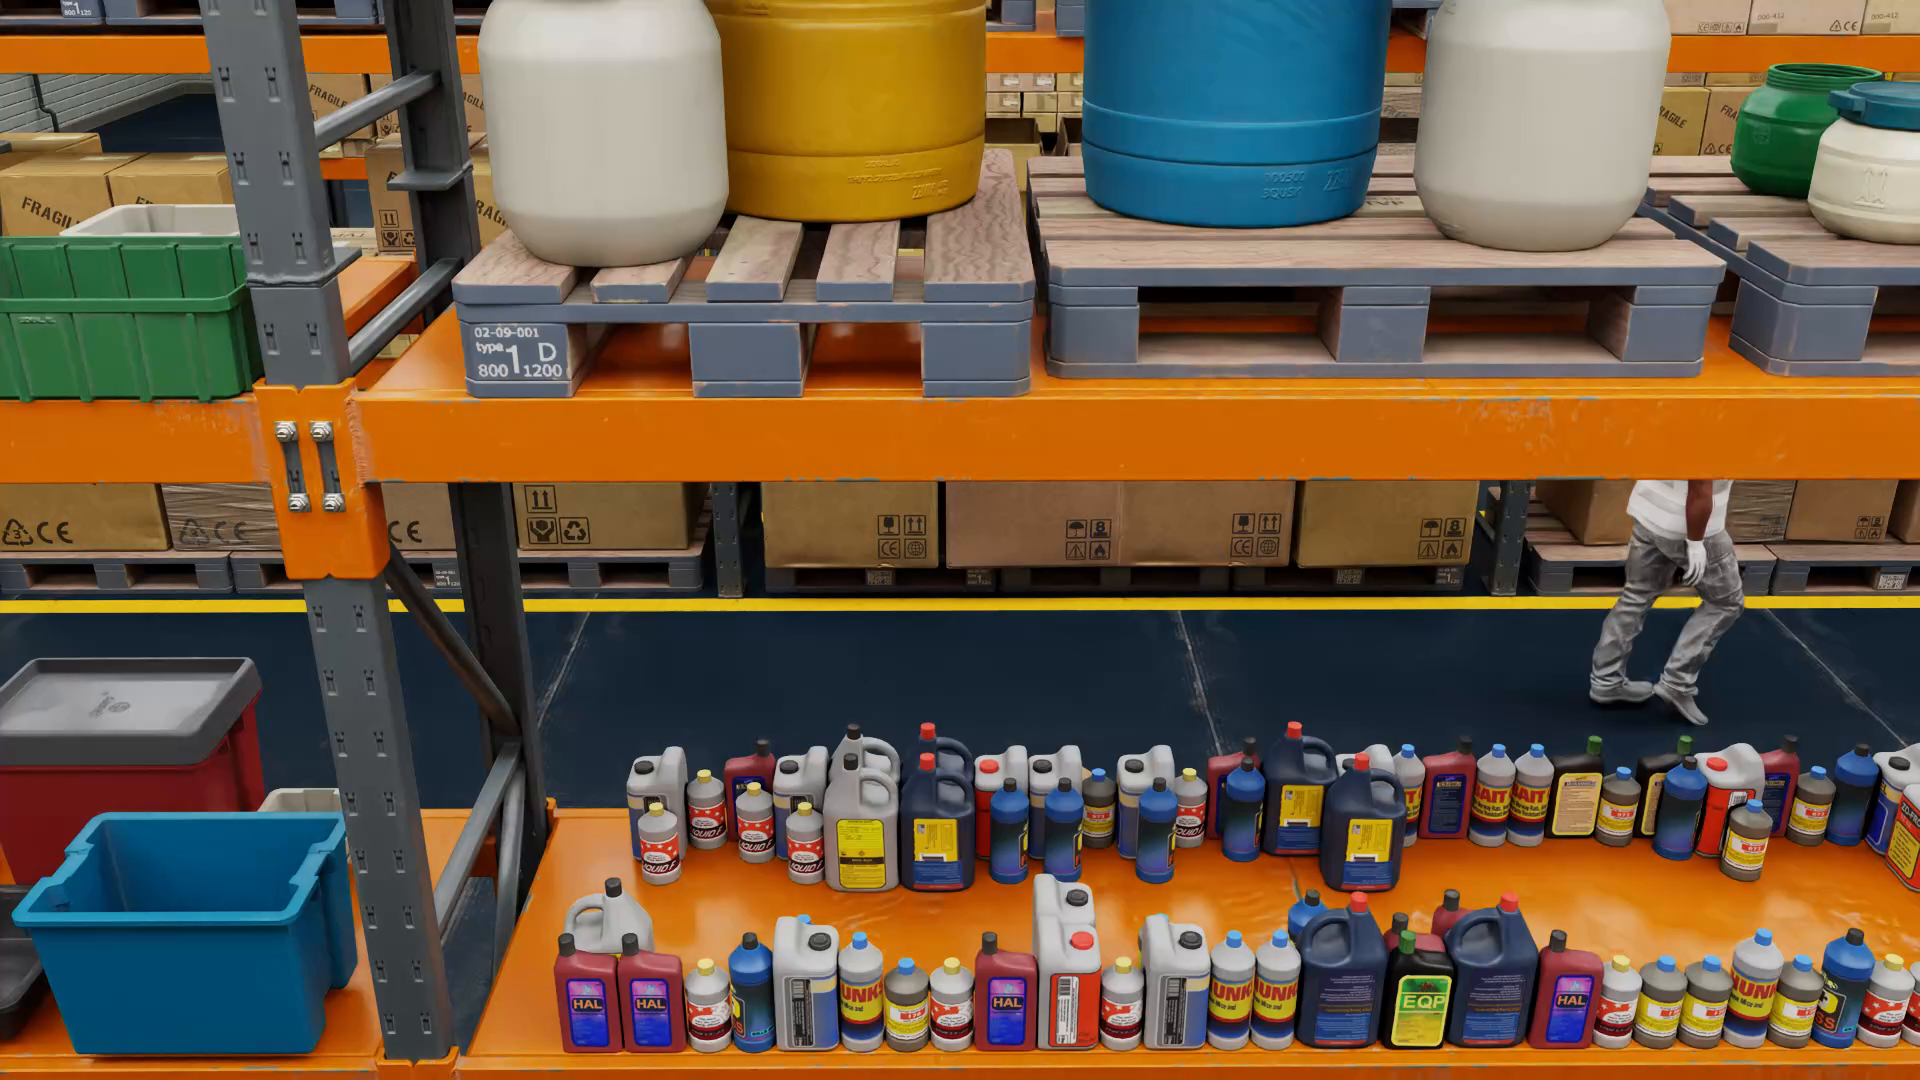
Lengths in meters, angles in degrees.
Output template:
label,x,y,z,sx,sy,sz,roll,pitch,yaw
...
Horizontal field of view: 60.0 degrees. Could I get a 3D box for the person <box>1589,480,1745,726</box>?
label,x,y,z,sx,sy,sz,roll,pitch,yaw
person,3.120,-0.052,7.195,0.505,1.836,0.602,-5,24,-11
